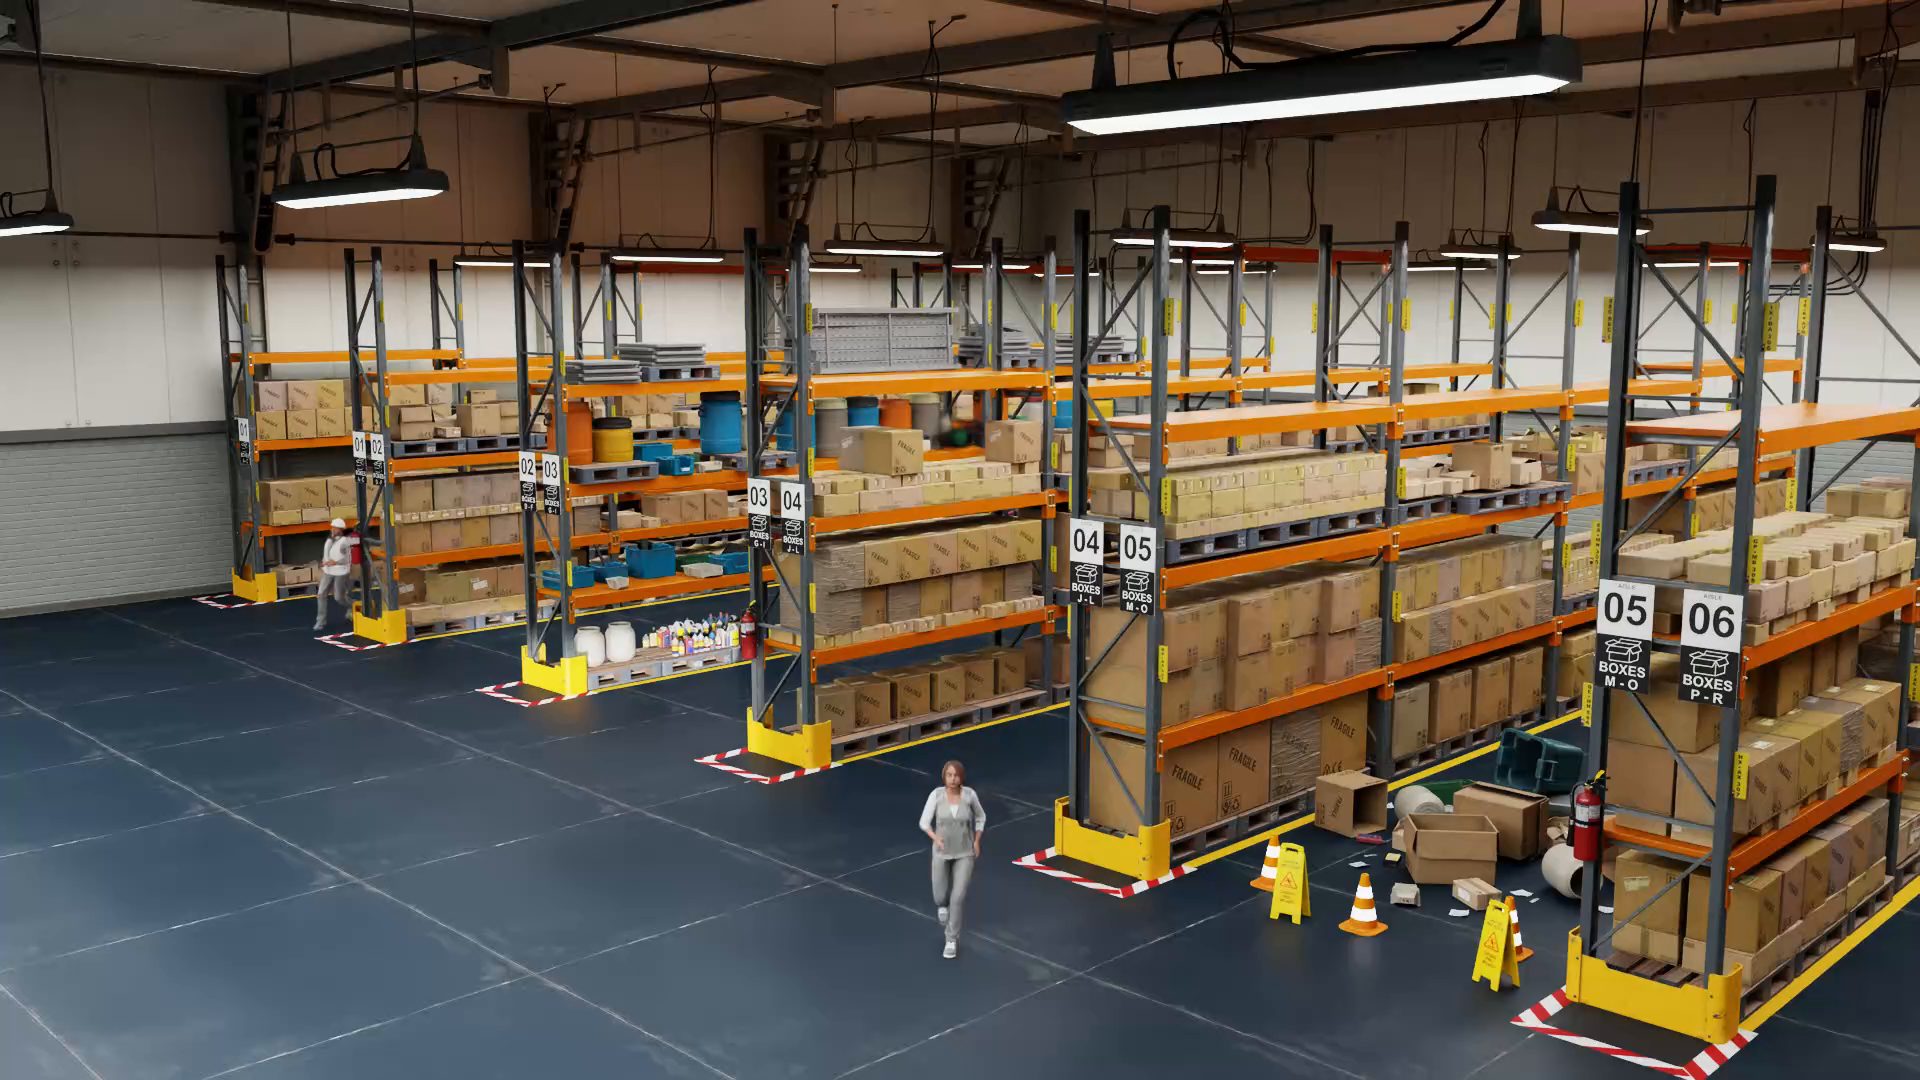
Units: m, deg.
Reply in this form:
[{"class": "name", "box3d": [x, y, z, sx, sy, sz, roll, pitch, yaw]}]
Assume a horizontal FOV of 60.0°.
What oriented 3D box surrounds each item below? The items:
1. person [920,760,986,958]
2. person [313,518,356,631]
[{"class": "person", "box3d": [-0.055, 2.515, 13.356, 0.538, 1.560, 0.665, 0, 8, -1]}, {"class": "person", "box3d": [-9.977, 0.532, 26.725, 0.684, 1.778, 0.889, 3, 9, 23]}]
